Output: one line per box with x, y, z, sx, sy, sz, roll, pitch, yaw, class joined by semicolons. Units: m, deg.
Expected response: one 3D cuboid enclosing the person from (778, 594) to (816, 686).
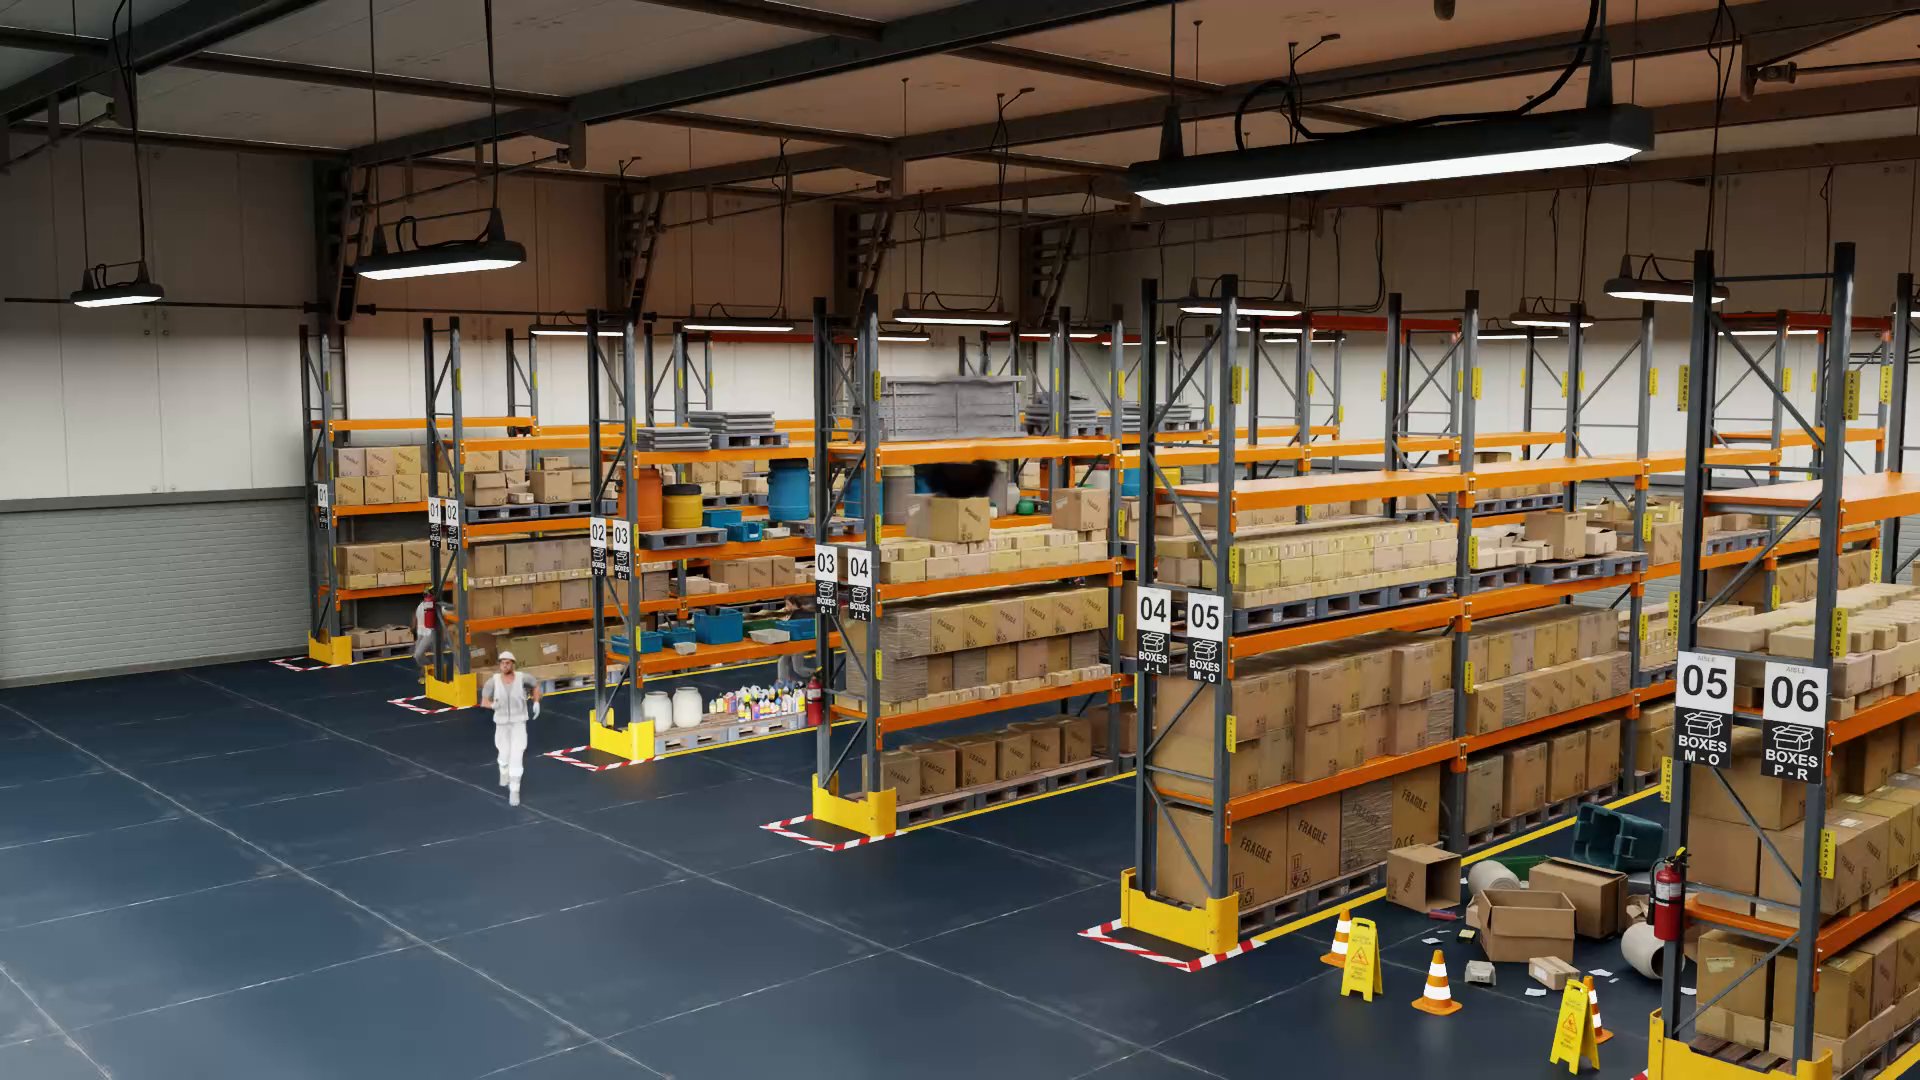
-2.571;1.666;26.531;0.942;1.623;0.529;-1;6;-8;person

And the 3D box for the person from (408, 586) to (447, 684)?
-8.807;1.573;27.478;0.634;1.640;0.590;3;7;31;person

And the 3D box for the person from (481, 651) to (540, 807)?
-5.448;2.233;20.199;0.672;1.813;0.983;-1;6;-8;person
